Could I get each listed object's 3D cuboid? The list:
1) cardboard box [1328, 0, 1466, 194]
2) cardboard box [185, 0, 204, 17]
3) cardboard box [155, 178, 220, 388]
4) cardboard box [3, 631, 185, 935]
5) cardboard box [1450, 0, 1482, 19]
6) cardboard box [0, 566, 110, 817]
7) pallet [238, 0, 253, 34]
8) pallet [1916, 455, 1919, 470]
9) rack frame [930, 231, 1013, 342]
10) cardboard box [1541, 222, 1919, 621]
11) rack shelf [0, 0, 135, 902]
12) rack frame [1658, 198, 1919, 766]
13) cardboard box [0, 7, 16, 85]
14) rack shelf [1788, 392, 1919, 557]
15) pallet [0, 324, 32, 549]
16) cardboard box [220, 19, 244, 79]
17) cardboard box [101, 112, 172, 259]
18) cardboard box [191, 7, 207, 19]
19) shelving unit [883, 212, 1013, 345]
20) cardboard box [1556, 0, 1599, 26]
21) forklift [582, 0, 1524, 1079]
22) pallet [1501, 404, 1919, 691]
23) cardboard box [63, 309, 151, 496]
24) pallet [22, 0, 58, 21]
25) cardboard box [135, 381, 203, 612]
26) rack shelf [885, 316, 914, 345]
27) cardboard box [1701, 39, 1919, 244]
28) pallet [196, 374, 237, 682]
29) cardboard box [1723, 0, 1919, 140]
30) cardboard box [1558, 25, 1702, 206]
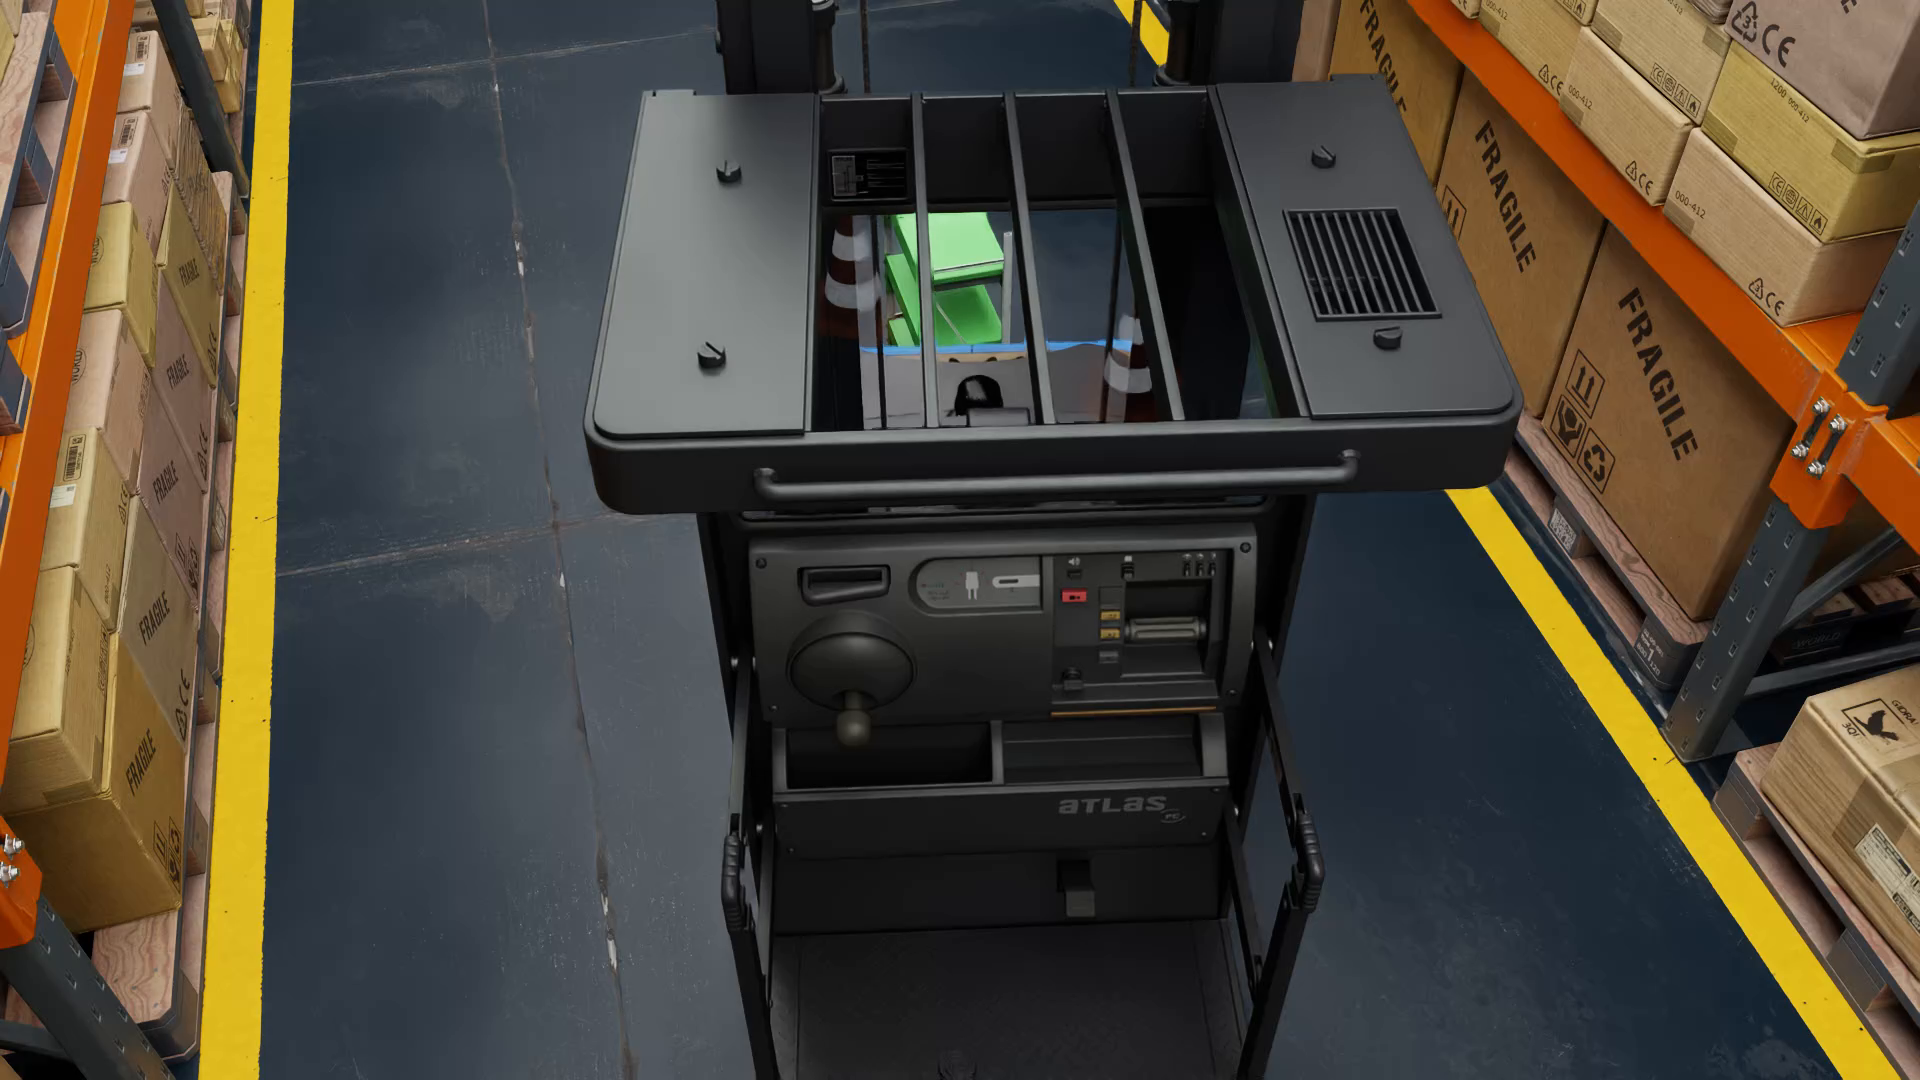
[{"bbox_3d":[1.930,-1.684,5.994,0.875,0.875,0.875,-9,46,-9],"label":"cardboard box"},{"bbox_3d":[-3.205,-2.175,6.567,0.380,0.149,0.250,-9,46,-8],"label":"cardboard box"},{"bbox_3d":[-2.740,-0.794,5.384,0.500,0.500,0.500,-12,47,-11],"label":"cardboard box"},{"bbox_3d":[-2.214,0.613,4.005,0.500,0.500,0.500,-13,47,-12],"label":"cardboard box"},{"bbox_3d":[1.682,-1.851,5.069,0.500,0.250,0.500,-11,47,-11],"label":"cardboard box"},{"bbox_3d":[-2.222,0.365,3.723,0.500,0.250,0.500,-13,47,-12],"label":"cardboard box"},{"bbox_3d":[-3.826,-2.666,7.715,1.003,0.211,1.213,-11,47,-10],"label":"pallet"},{"bbox_3d":[2.765,-0.015,3.299,1.213,0.211,1.003,-11,47,-10],"label":"pallet"},{"bbox_3d":[0.020,-0.366,4.768,0.240,1.200,0.015,-11,47,-10],"label":"rack frame"},{"bbox_3d":[2.383,-0.450,4.784,0.875,0.875,0.875,-11,47,-11],"label":"cardboard box"},{"bbox_3d":[-2.792,-0.709,4.348,1.077,0.370,4.000,-11,47,-10],"label":"rack shelf"},{"bbox_3d":[2.479,-0.555,3.693,1.000,3.000,0.127,-11,47,-10],"label":"rack frame"},{"bbox_3d":[-2.674,-1.264,4.270,0.380,0.149,0.250,-9,46,-9],"label":"cardboard box"},{"bbox_3d":[2.991,1.078,2.597,1.077,0.370,4.000,-11,47,-10],"label":"rack shelf"},{"bbox_3d":[-2.565,0.015,3.269,1.213,0.211,1.003,-11,47,-10],"label":"pallet"},{"bbox_3d":[-3.155,-1.984,6.796,0.380,0.149,0.250,-9,46,-9],"label":"cardboard box"},{"bbox_3d":[-2.750,-1.051,5.110,0.500,0.250,0.500,-9,46,-8],"label":"cardboard box"},{"bbox_3d":[-3.239,-2.062,6.664,0.380,0.149,0.250,-10,46,-10],"label":"cardboard box"},{"bbox_3d":[-0.042,-0.534,4.933,0.258,1.200,0.503,-11,47,-10],"label":"shelving unit"},{"bbox_3d":[1.824,-1.668,4.539,0.500,0.250,0.500,-12,47,-11],"label":"cardboard box"},{"bbox_3d":[0.094,0.270,2.933,1.130,2.935,3.031,-2,46,-2],"label":"forklift"},{"bbox_3d":[2.350,-0.137,5.236,1.003,0.211,1.213,-11,47,-10],"label":"pallet"},{"bbox_3d":[-2.467,-0.329,4.403,0.500,0.250,0.500,-10,46,-10],"label":"cardboard box"},{"bbox_3d":[-3.249,-1.720,4.970,1.003,0.211,1.213,-11,47,-10],"label":"pallet"},{"bbox_3d":[-2.482,-0.087,4.691,0.500,0.500,0.500,-12,47,-11],"label":"cardboard box"},{"bbox_3d":[-0.042,-0.490,4.979,0.258,0.148,0.480,-11,47,-10],"label":"rack shelf"},{"bbox_3d":[2.110,-0.965,3.850,0.500,0.250,0.500,-11,47,-10],"label":"cardboard box"},{"bbox_3d":[-2.787,0.016,5.087,1.003,0.211,1.213,-11,47,-10],"label":"pallet"},{"bbox_3d":[2.094,-1.249,3.603,0.500,0.500,0.500,-12,47,-11],"label":"cardboard box"},{"bbox_3d":[1.953,-1.154,4.385,0.500,0.250,0.500,-10,46,-10],"label":"cardboard box"}]
